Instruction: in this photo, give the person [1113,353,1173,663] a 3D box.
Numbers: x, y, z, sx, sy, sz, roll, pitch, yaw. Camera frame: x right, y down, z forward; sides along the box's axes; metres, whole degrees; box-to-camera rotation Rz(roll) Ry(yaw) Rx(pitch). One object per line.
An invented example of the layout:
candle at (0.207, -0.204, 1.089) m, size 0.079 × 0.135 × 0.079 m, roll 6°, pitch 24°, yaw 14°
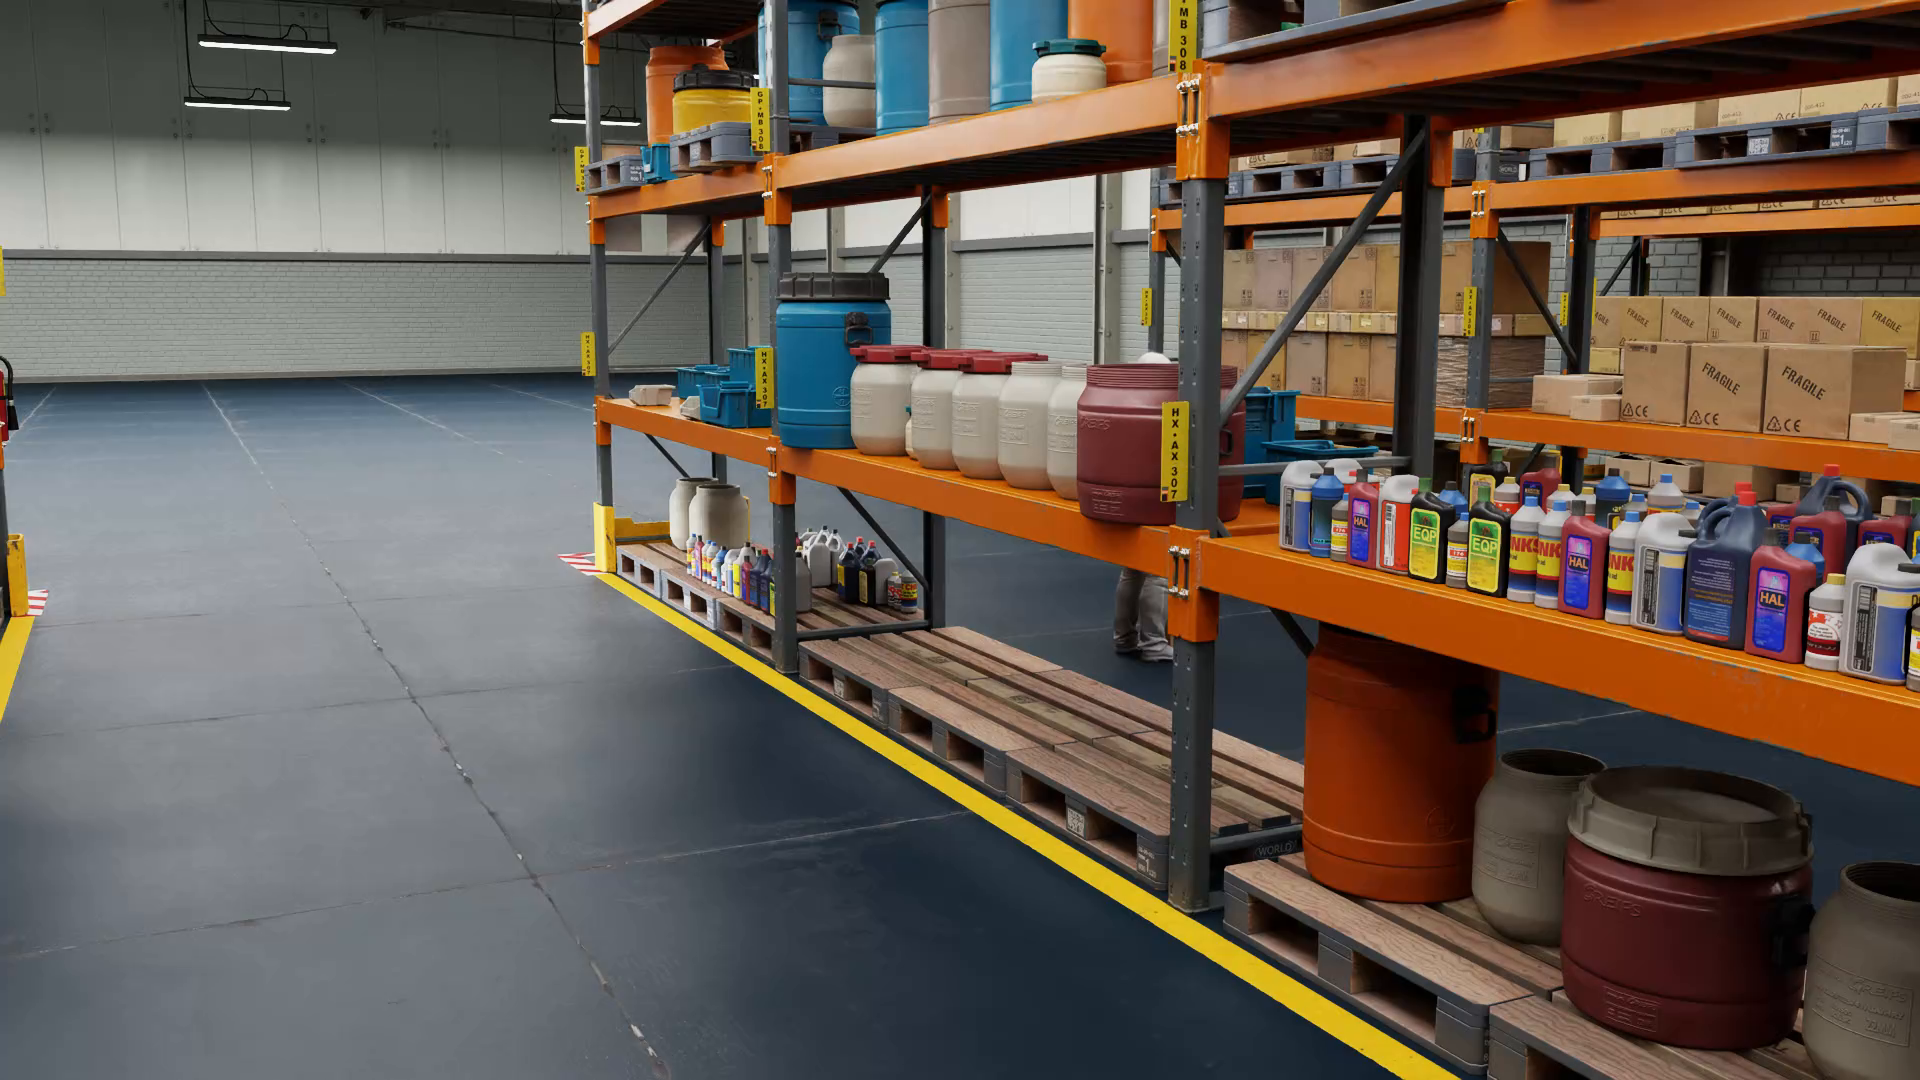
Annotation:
person at (1.075, -0.200, 9.631) m, size 0.462 × 1.759 × 0.633 m, roll -5°, pitch 10°, yaw -29°
